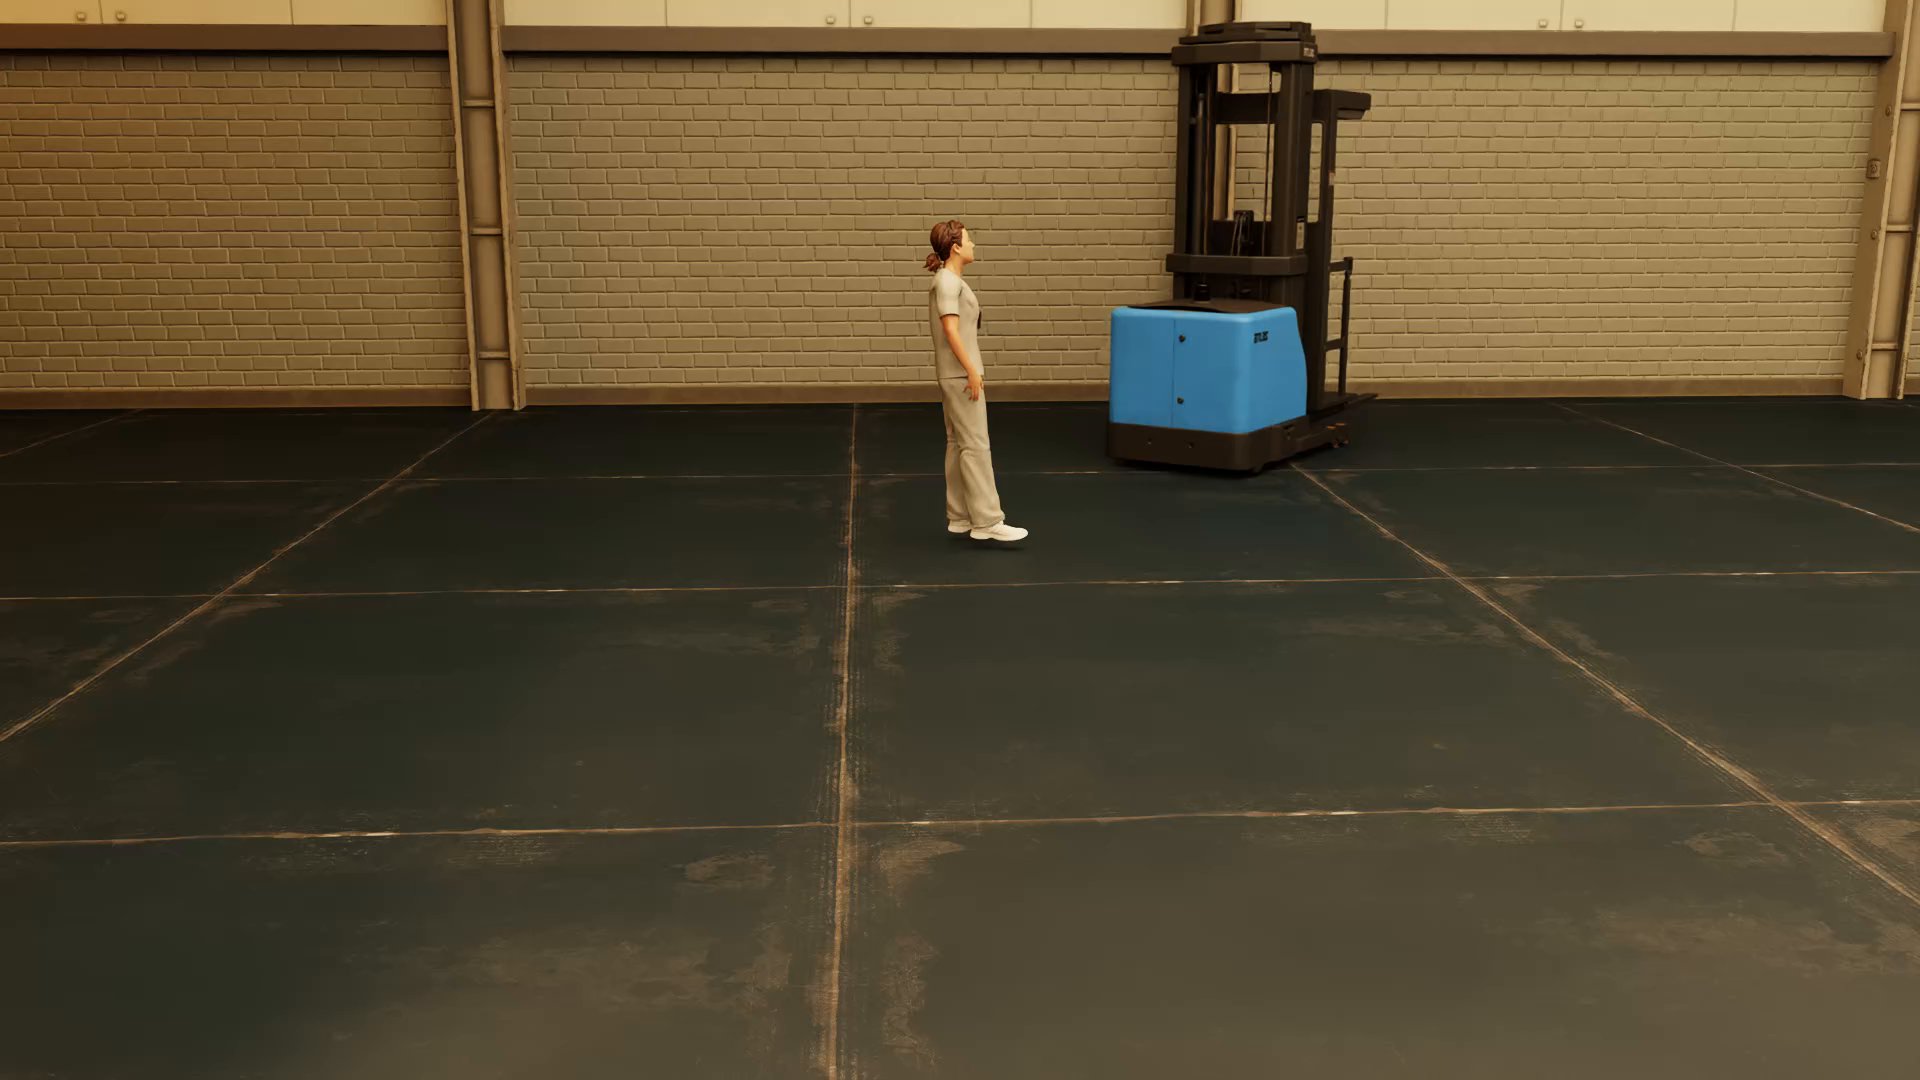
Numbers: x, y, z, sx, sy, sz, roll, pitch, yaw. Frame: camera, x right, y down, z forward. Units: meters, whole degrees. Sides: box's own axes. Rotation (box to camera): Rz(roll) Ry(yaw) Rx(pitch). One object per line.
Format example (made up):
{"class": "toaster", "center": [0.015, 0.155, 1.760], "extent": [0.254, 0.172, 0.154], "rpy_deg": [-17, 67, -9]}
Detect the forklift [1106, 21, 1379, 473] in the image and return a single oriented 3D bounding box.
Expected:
{"class": "forklift", "center": [2.226, -2.141, 11.941], "extent": [1.130, 2.935, 3.031], "rpy_deg": [8, 15, 33]}

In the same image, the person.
{"class": "person", "center": [0.074, -0.862, 8.900], "extent": [0.549, 1.675, 0.550], "rpy_deg": [-1, 13, -3]}
